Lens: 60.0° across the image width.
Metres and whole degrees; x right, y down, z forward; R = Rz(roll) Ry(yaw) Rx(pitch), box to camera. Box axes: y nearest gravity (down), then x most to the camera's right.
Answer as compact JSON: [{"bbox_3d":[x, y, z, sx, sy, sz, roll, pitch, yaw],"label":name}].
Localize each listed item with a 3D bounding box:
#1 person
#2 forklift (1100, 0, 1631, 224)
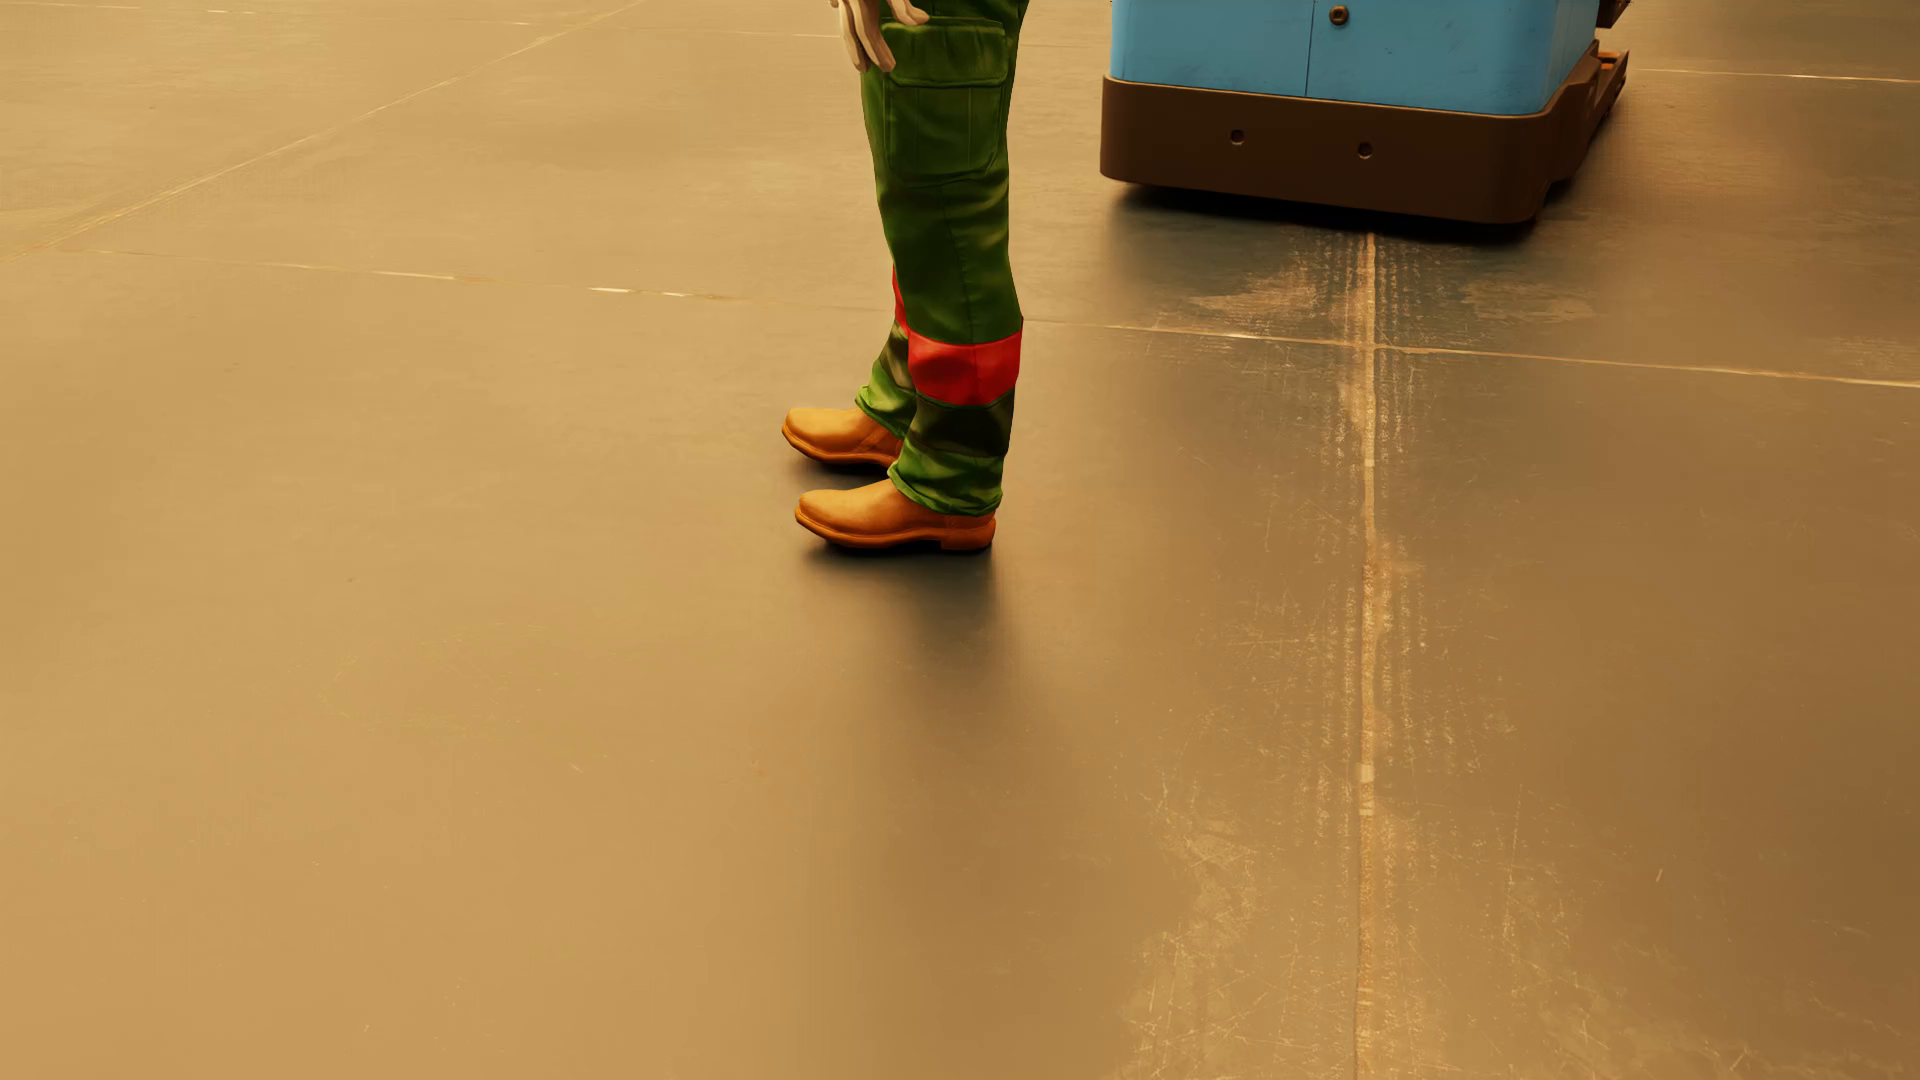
[{"bbox_3d":[-0.076,-0.819,2.120,0.562,1.790,0.637,6,27,11],"label":"person"},{"bbox_3d":[1.435,-2.658,4.515,1.130,2.935,3.031,12,29,22],"label":"forklift"}]
